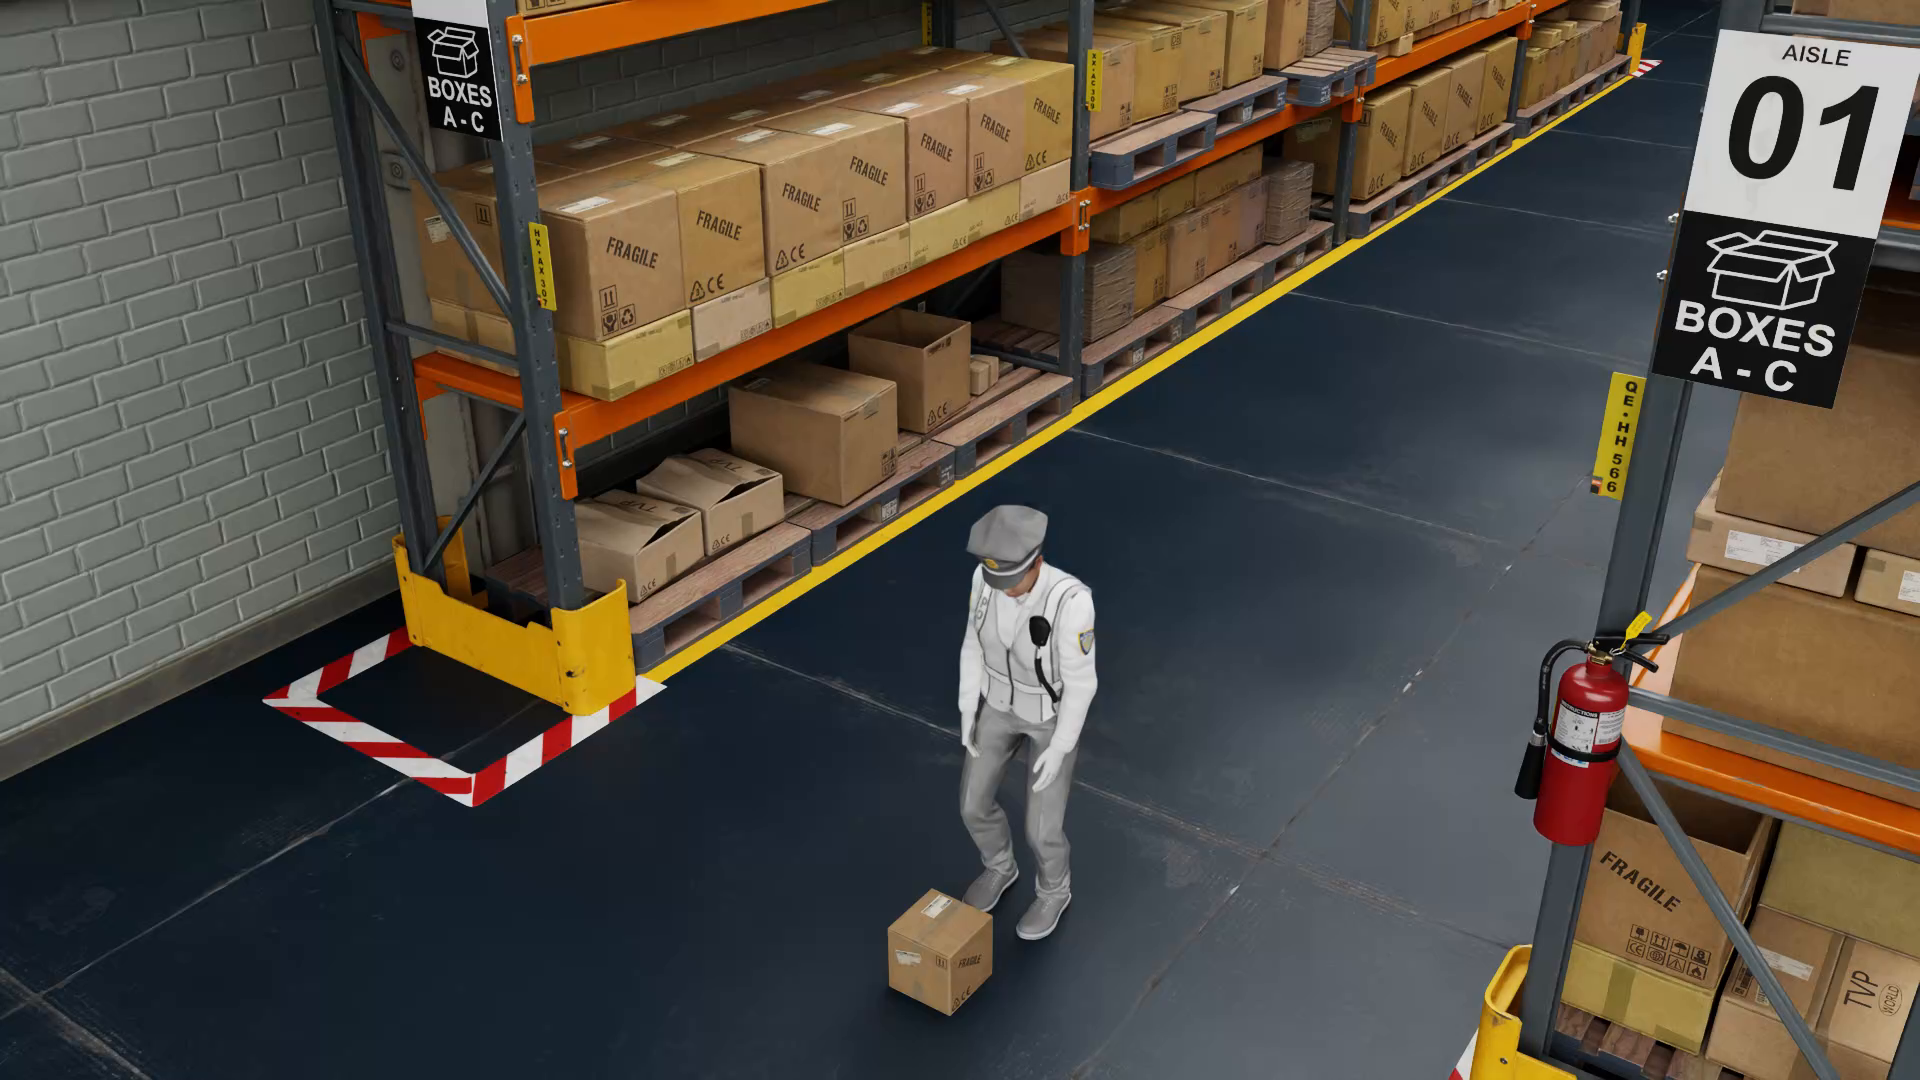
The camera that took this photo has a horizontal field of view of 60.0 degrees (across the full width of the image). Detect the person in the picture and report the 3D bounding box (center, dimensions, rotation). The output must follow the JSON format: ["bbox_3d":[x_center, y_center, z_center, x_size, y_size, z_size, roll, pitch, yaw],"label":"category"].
[{"bbox_3d":[0.216,0.607,5.512,0.508,1.604,0.485,18,32,32],"label":"person"}]
